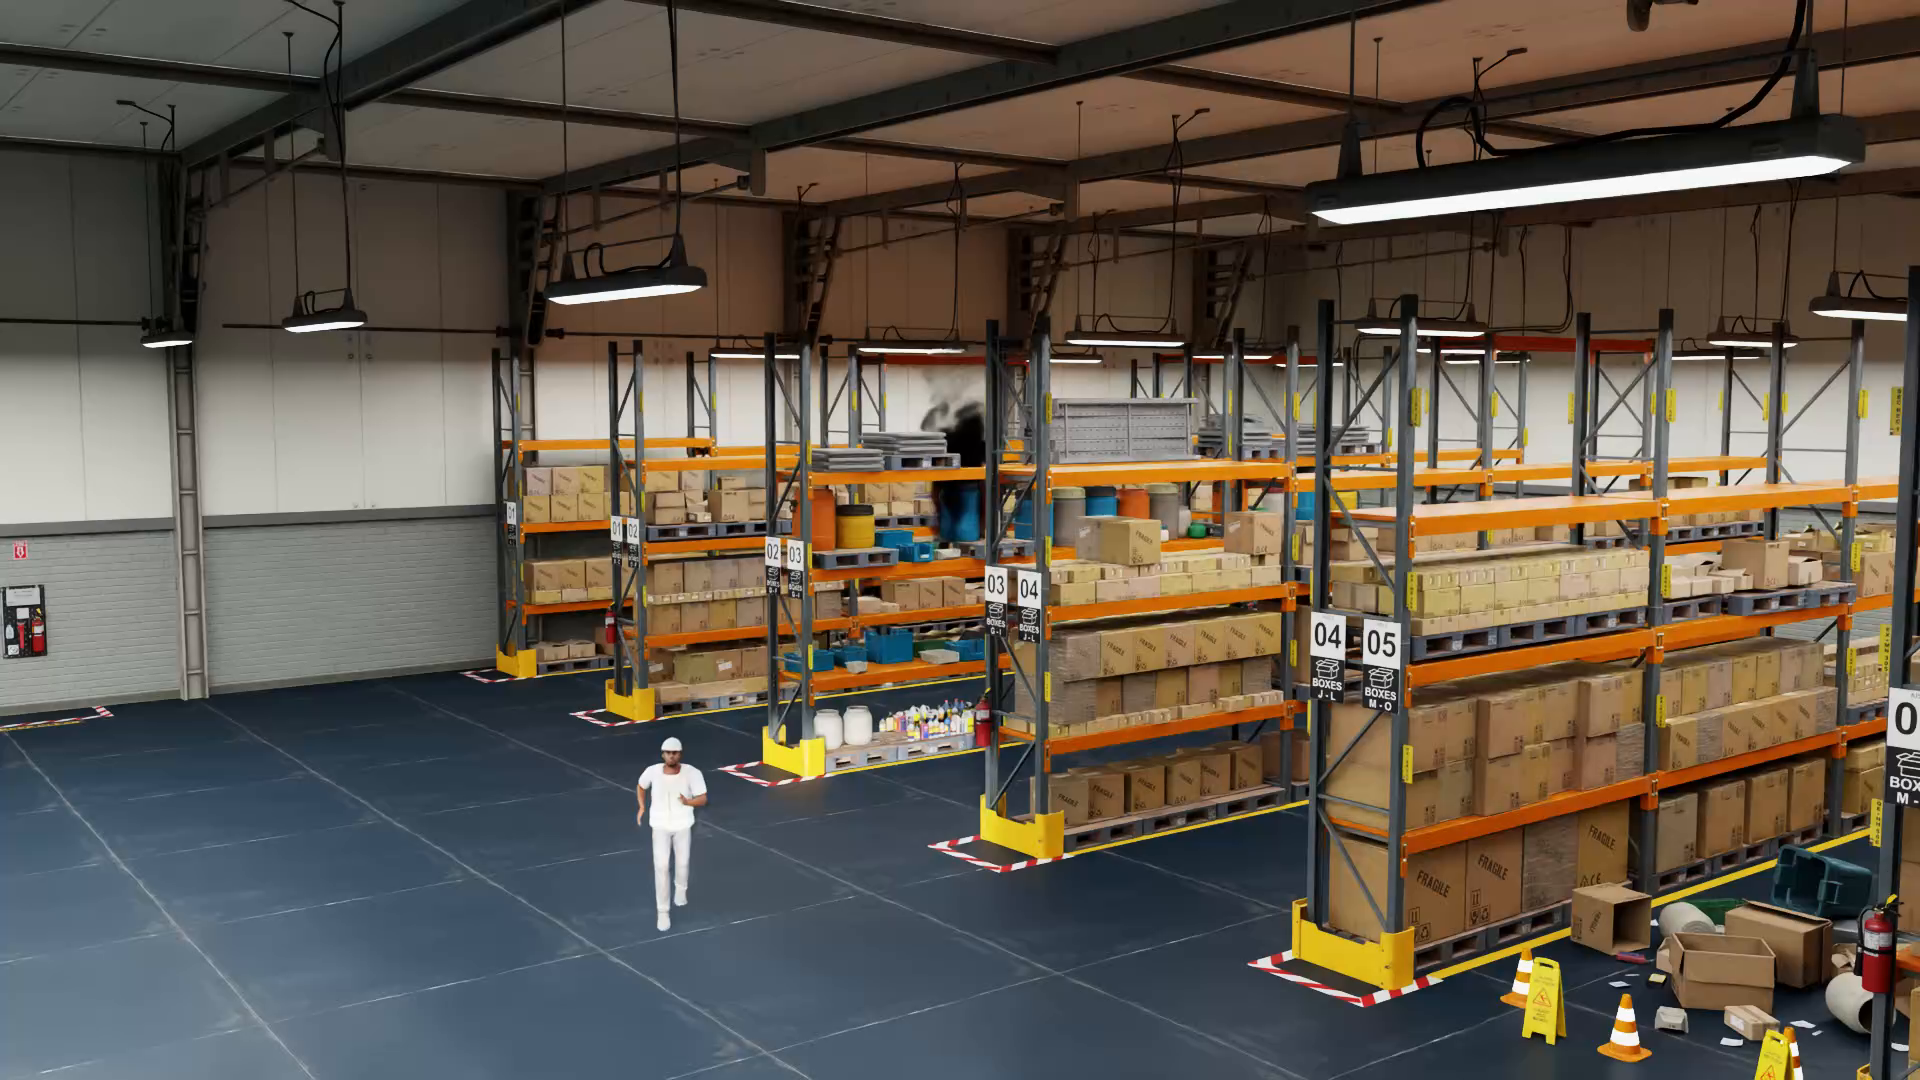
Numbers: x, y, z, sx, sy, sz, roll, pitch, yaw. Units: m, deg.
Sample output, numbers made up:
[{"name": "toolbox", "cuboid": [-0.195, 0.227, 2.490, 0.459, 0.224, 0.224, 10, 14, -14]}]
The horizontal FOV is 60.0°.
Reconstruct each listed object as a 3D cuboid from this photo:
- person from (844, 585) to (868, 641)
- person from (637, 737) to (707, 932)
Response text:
[{"name": "person", "cuboid": [-1.909, 1.629, 31.106, 0.523, 1.610, 0.536, 5, 7, 44]}, {"name": "person", "cuboid": [-2.828, 2.833, 16.348, 0.682, 1.801, 0.879, -1, 5, -10]}]
